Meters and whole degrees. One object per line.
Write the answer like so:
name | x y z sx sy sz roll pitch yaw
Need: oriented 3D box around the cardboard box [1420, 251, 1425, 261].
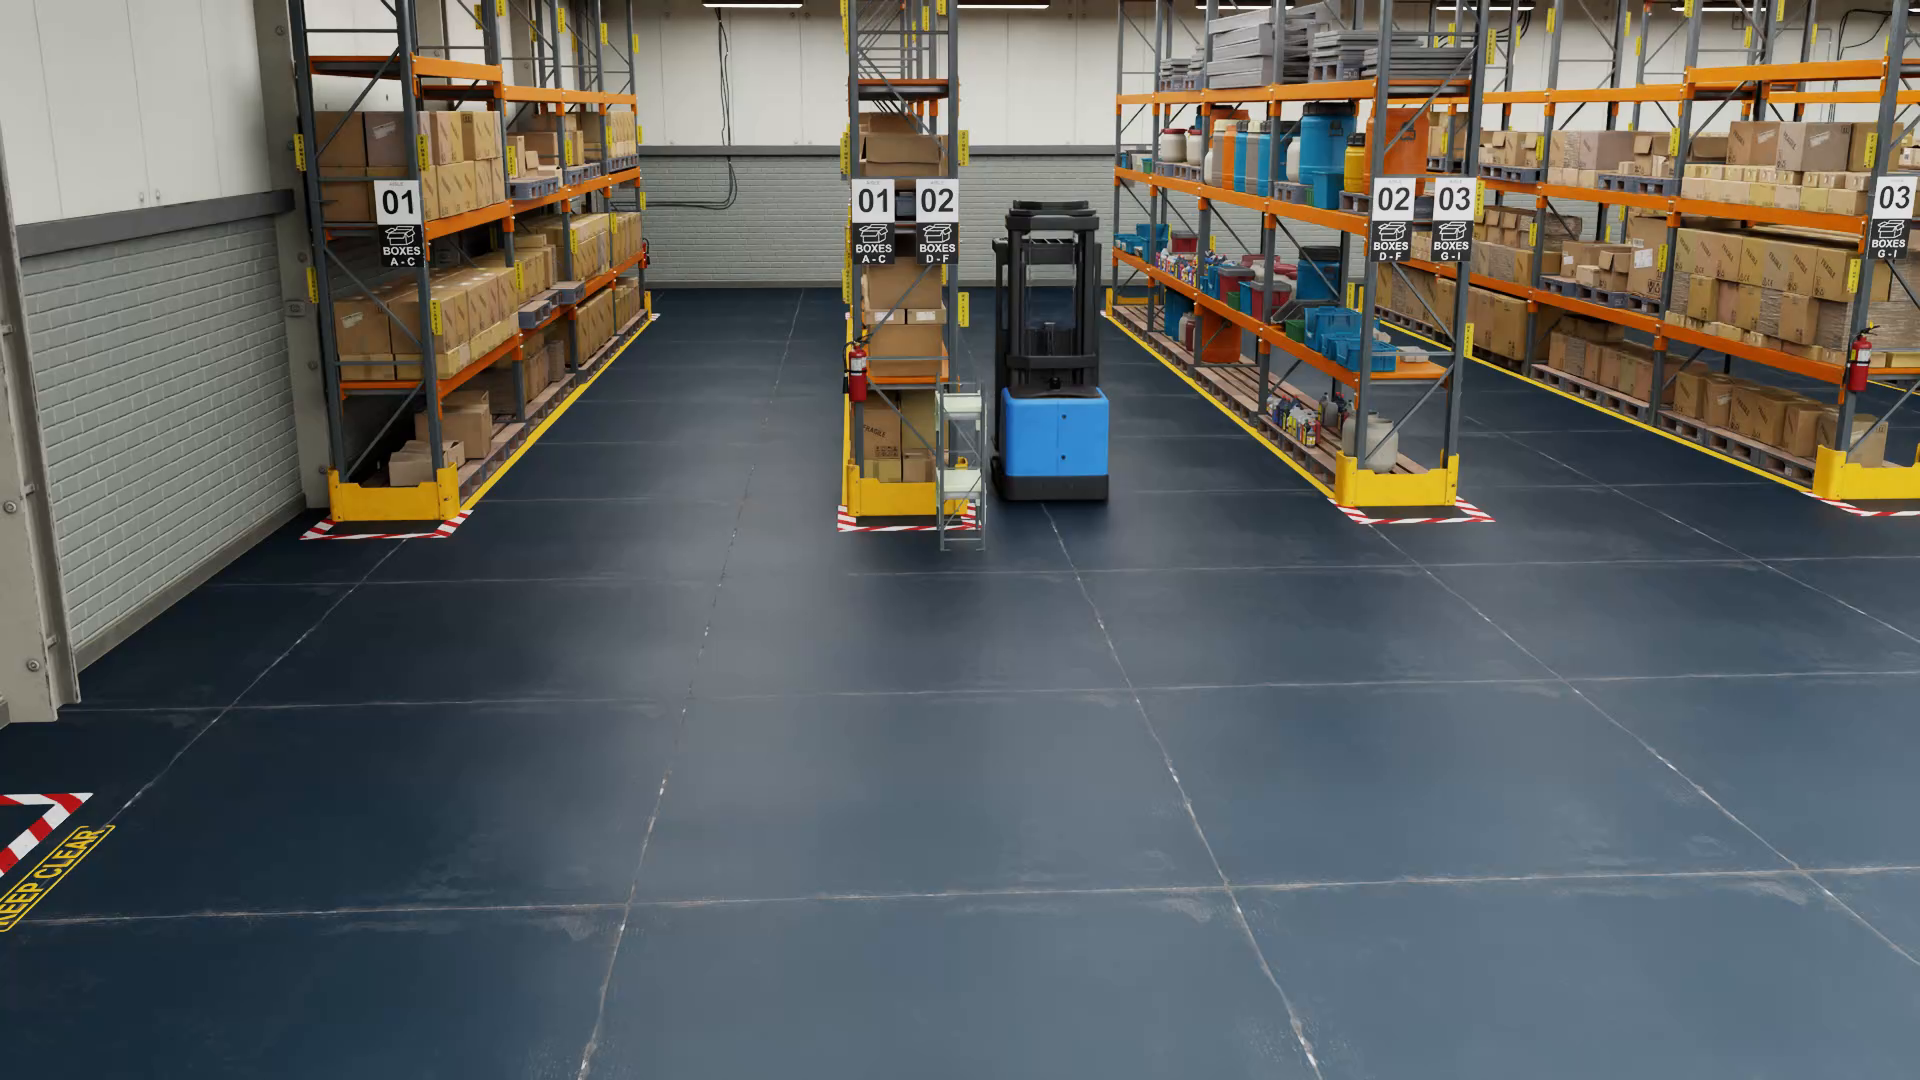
cardboard box | 8.244 -4.954 28.987 0.380 0.149 0.250 -1 14 -4

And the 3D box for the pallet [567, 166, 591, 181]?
pallet | -6.127 -5.451 24.775 1.003 0.211 1.213 0 14 -1

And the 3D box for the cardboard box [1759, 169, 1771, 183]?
cardboard box | 8.999 -3.987 18.208 0.380 0.149 0.250 -1 14 -2

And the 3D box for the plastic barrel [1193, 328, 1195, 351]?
plastic barrel | 3.755 -3.064 25.290 0.421 0.512 0.421 0 14 0

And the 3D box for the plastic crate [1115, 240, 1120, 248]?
plastic crate | 3.055 -5.549 31.205 0.250 0.136 0.298 -1 14 -3

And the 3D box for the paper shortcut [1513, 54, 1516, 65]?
paper shortcut | 8.264 -7.175 24.797 0.009 0.170 0.078 9 -17 -6

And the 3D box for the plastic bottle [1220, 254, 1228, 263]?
plastic bottle | 4.130 -4.279 25.959 0.144 0.351 0.185 -1 14 -3

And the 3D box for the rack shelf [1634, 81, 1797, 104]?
rack shelf | 13.455 -7.981 29.659 1.077 0.370 4.000 -1 14 -3

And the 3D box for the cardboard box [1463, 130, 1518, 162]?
cardboard box | 8.668 -6.437 27.185 0.700 0.500 0.500 -1 14 -2

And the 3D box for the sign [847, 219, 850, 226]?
sign | -1.807 -5.134 27.445 0.100 0.325 0.005 -1 14 -3

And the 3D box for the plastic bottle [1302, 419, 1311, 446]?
plastic bottle | 3.845 -1.192 18.432 0.061 0.283 0.133 -1 14 -2

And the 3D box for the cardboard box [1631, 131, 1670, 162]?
cardboard box | 9.207 -5.259 22.448 0.500 0.500 0.500 -1 14 -2

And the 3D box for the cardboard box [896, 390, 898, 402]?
cardboard box | -0.469 -1.609 18.655 0.500 0.500 0.500 -1 14 -3

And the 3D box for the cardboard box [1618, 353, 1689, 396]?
cardboard box | 9.090 -2.161 21.764 0.700 0.500 0.500 -1 14 -4

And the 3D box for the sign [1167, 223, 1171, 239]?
sign | 3.979 -5.886 31.781 0.100 0.325 0.005 -1 14 -3

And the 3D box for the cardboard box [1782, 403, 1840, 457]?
cardboard box | 9.272 -1.189 18.024 0.500 0.500 0.500 3 15 11

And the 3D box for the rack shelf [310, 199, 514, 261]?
rack shelf | -5.590 -3.264 17.342 1.077 0.370 4.000 -1 14 -3

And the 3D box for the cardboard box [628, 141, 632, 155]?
cardboard box | -6.114 -6.966 29.543 0.500 0.250 0.500 -1 14 -6

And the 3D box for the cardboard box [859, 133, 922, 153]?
cardboard box | -0.794 -4.097 17.804 0.797 0.503 0.637 1 14 3

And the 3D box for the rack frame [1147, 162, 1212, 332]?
rack frame | 3.679 -4.800 27.886 1.000 3.000 0.127 -1 14 -3

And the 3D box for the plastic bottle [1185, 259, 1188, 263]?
plastic bottle | 3.534 -4.253 26.020 0.097 0.271 0.097 0 14 0

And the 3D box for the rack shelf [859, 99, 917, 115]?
rack shelf | -1.142 -6.590 25.052 1.077 0.370 4.000 -1 14 -3

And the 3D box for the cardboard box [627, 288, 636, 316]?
cardboard box | -6.283 -4.338 30.263 0.700 0.500 0.500 -1 14 -4

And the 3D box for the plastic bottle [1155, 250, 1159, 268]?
plastic bottle | 3.275 -4.646 27.521 0.061 0.283 0.133 -1 14 -3

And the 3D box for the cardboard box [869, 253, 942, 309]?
cardboard box | -0.542 -2.546 16.323 0.700 0.500 0.500 -1 14 -3

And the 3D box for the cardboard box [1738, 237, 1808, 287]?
cardboard box | 8.997 -3.075 18.377 0.500 0.500 0.500 -1 14 -3

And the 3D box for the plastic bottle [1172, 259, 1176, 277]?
plastic bottle | 3.385 -4.275 26.105 0.097 0.271 0.097 0 14 0

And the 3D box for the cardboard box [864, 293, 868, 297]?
cardboard box | -0.818 -2.517 17.510 0.380 0.149 0.250 0 14 -2

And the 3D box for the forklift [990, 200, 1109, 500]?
forklift | 0.904 -2.125 17.629 1.130 2.935 3.031 -1 14 -2

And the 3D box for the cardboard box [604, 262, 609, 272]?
cardboard box | -5.867 -4.393 26.768 0.380 0.149 0.250 -1 14 -2

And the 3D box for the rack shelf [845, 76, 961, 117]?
rack shelf | -0.646 -4.601 17.319 1.077 0.370 4.000 -1 14 -3

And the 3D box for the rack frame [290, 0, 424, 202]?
rack frame | -5.466 -4.568 14.945 1.000 3.000 0.127 -1 14 -3

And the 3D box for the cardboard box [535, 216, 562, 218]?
cardboard box | -6.402 -4.964 26.181 0.500 0.250 0.500 -1 14 -3

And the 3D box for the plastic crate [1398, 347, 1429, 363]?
plastic crate | 4.688 -1.916 17.204 0.298 0.136 0.250 -1 14 -3

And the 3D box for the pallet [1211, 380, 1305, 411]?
pallet | 4.008 -1.959 22.440 1.003 0.211 1.213 -1 14 -3

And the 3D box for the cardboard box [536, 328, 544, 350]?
cardboard box | -5.892 -2.697 22.341 0.500 0.250 0.500 -1 14 -2

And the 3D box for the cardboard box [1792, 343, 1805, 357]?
cardboard box | 9.060 -2.024 17.602 0.380 0.149 0.250 -1 14 -3

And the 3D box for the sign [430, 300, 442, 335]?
sign | -4.924 -2.090 15.618 0.100 0.325 0.005 -1 14 -3

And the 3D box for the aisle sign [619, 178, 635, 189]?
aisle sign | -6.162 -6.924 30.922 0.394 0.787 0.004 -1 14 -3

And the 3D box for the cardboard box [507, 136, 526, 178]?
cardboard box | -5.744 -4.806 20.846 0.500 0.500 0.500 -1 14 -5

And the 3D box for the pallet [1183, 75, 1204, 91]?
pallet | 3.912 -6.605 24.045 1.213 0.211 1.003 -1 14 -3

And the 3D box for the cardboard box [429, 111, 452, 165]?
cardboard box | -5.228 -3.883 16.054 0.500 0.500 0.500 -1 14 -4

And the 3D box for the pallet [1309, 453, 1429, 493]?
pallet | 4.325 -0.686 17.491 1.003 0.211 1.213 -1 14 -3

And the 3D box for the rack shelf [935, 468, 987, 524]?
rack shelf | 0.000 -0.409 15.138 0.431 0.370 0.720 -1 14 -3

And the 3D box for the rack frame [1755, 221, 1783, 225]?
rack frame | 13.579 -4.928 28.383 1.000 3.000 0.127 -1 14 -3

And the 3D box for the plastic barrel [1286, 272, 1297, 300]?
plastic barrel | 4.334 -3.118 21.075 0.433 0.535 0.433 0 14 0

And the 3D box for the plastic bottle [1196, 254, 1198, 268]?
plastic bottle | 3.918 -4.550 27.015 0.144 0.351 0.185 -1 14 -3

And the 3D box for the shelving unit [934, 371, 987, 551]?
shelving unit | 0.000 -0.725 15.057 0.431 1.500 0.755 -1 14 -3

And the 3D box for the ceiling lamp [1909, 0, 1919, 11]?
ceiling lamp | 20.729 -12.465 33.922 2.000 3.185 0.800 -1 14 -3

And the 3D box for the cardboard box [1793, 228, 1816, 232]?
cardboard box | 13.846 -5.005 27.149 0.380 0.149 0.250 -1 14 -4

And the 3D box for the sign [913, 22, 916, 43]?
sign | -0.712 -8.169 26.748 0.100 0.325 0.005 -1 14 -3

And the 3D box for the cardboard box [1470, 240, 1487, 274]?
cardboard box | 8.464 -4.557 26.742 0.500 0.500 0.500 -1 14 -5

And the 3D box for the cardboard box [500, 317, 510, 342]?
cardboard box | -5.359 -2.357 18.654 0.500 0.250 0.500 -1 14 -3

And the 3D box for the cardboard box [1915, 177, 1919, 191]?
cardboard box | 9.579 -3.537 16.460 0.380 0.149 0.250 -1 14 -4

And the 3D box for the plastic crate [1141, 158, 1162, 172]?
plastic crate | 3.303 -6.393 28.394 0.416 0.233 0.300 -1 14 -3

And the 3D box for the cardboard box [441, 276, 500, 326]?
cardboard box | -5.319 -2.596 18.074 0.500 0.500 0.500 -1 14 -5
